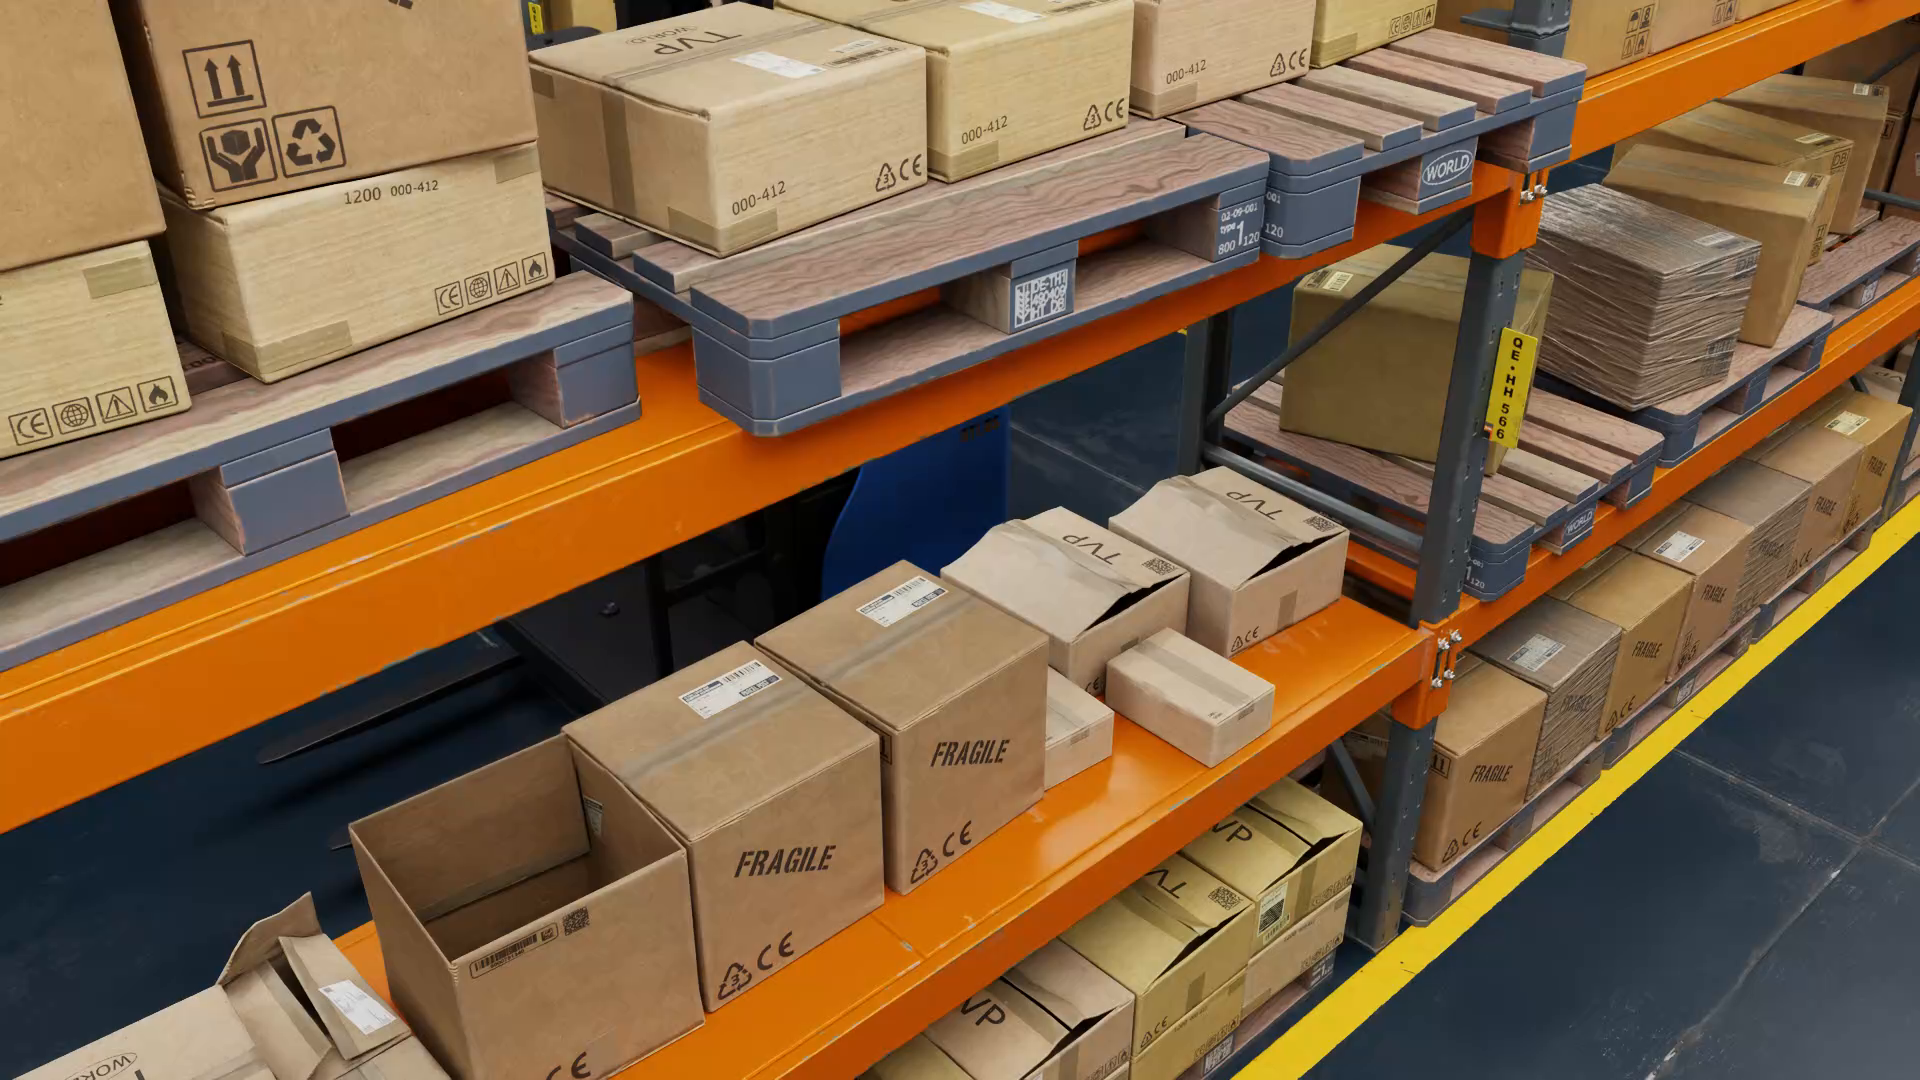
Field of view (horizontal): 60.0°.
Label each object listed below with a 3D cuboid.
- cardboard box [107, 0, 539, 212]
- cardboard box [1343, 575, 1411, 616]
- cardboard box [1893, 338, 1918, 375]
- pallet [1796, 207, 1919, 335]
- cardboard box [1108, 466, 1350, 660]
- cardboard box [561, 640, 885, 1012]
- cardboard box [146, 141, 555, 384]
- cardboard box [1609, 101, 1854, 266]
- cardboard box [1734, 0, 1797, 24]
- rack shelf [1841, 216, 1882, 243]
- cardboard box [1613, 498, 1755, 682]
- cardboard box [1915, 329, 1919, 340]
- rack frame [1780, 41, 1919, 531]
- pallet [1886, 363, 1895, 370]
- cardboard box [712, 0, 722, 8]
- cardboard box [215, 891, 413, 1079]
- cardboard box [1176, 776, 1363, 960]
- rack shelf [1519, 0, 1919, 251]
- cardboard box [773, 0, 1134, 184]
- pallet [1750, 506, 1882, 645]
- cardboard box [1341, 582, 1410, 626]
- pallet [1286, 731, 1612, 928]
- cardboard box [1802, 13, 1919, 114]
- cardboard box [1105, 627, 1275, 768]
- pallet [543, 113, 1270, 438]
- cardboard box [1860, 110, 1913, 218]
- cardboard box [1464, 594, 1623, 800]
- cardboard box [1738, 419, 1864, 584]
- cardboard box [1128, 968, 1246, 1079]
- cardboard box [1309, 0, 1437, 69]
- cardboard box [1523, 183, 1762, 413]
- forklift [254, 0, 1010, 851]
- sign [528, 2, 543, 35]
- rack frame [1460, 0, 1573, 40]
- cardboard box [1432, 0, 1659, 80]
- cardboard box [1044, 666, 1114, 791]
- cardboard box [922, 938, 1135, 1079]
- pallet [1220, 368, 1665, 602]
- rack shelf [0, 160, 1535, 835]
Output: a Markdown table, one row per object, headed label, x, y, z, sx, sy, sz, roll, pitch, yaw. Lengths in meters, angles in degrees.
| label | x | y | z | sx | sy | sz | roll | pitch | yaw |
| --- | --- | --- | --- | --- | --- | --- | --- | --- | --- |
| cardboard box | -0.971 | -0.828 | 2.376 | 0.500 | 0.500 | 0.500 | -22 | 38 | -31 |
| cardboard box | 1.646 | -0.002 | 6.134 | 0.500 | 0.250 | 0.500 | -24 | 39 | -34 |
| cardboard box | 5.097 | -0.892 | 8.628 | 0.250 | 0.166 | 0.380 | -26 | 40 | -35 |
| pallet | 3.354 | -1.213 | 7.042 | 1.213 | 0.211 | 1.003 | -26 | 40 | -35 |
| cardboard box | 0.785 | 0.033 | 4.907 | 0.500 | 0.311 | 0.500 | -23 | 38 | -33 |
| cardboard box | -0.524 | 0.628 | 3.752 | 0.500 | 0.500 | 0.500 | -26 | 40 | -35 |
| cardboard box | -0.993 | -0.505 | 2.566 | 0.500 | 0.250 | 0.500 | 25 | 39 | 34 |
| cardboard box | 3.054 | -1.408 | 6.678 | 0.500 | 0.500 | 0.700 | -19 | 36 | -28 |
| cardboard box | 2.133 | -1.973 | 5.130 | 0.500 | 0.500 | 0.910 | -26 | 40 | -35 |
| rack shelf | 5.481 | -1.939 | 8.735 | 4.000 | 0.370 | 1.077 | -26 | 40 | -35 |
| cardboard box | 2.740 | 0.158 | 6.591 | 0.500 | 0.500 | 0.500 | -27 | 41 | -37 |
| cardboard box | 5.388 | -1.328 | 9.017 | 0.637 | 0.503 | 0.797 | -26 | 40 | -35 |
| rack frame | 4.014 | -1.537 | 7.388 | 0.127 | 3.000 | 1.000 | -26 | 40 | -35 |
| pallet | 5.413 | -1.025 | 9.224 | 1.213 | 0.211 | 1.003 | -26 | 40 | -35 |
| cardboard box | -1.388 | -2.763 | 8.274 | 0.500 | 0.250 | 0.500 | -26 | 40 | -36 |
| cardboard box | -1.332 | 0.976 | 3.407 | 0.258 | 0.266 | 0.396 | -27 | 40 | -37 |
| cardboard box | 0.864 | 0.917 | 5.071 | 0.500 | 0.311 | 0.500 | -25 | 39 | -34 |
| rack shelf | 2.548 | -1.800 | 5.633 | 4.000 | 0.370 | 1.077 | -26 | 40 | -35 |
| cardboard box | -0.013 | -0.939 | 3.276 | 0.500 | 0.250 | 0.500 | -27 | 40 | -36 |
| pallet | 3.443 | -0.044 | 7.620 | 1.213 | 0.211 | 1.003 | -26 | 40 | -35 |
| cardboard box | 1.607 | 0.339 | 6.294 | 0.500 | 0.500 | 0.500 | -24 | 39 | -34 |
| pallet | 1.654 | 0.822 | 6.204 | 1.213 | 0.211 | 1.003 | -26 | 40 | -35 |
| cardboard box | 4.209 | -2.284 | 7.556 | 0.500 | 0.500 | 0.500 | -26 | 40 | -35 |
| cardboard box | 0.609 | 0.414 | 4.438 | 0.250 | 0.149 | 0.380 | -26 | 40 | -35 |
| pallet | -0.174 | -0.644 | 3.234 | 1.213 | 0.211 | 1.003 | -24 | 39 | -33 |
| cardboard box | 4.206 | -1.855 | 7.812 | 0.500 | 0.500 | 0.500 | -25 | 39 | -35 |
| cardboard box | 1.989 | 0.521 | 5.997 | 0.500 | 0.500 | 0.500 | -27 | 41 | -37 |
| cardboard box | 3.479 | -0.201 | 7.178 | 0.500 | 0.500 | 0.500 | -26 | 40 | -35 |
| cardboard box | 0.486 | 1.340 | 4.916 | 0.500 | 0.250 | 0.500 | -26 | 40 | -36 |
| cardboard box | 0.787 | -1.330 | 3.916 | 0.500 | 0.250 | 0.500 | 26 | 40 | 35 |
| cardboard box | 2.267 | -0.857 | 5.778 | 0.500 | 0.500 | 0.700 | -18 | 36 | -27 |
| forklift | -1.215 | -0.670 | 6.036 | 3.031 | 2.935 | 1.130 | -25 | 39 | -35 |
| sign | -1.914 | -2.267 | 7.549 | 0.005 | 0.325 | 0.100 | -26 | 40 | -35 |
| rack frame | 1.081 | -2.677 | 3.502 | 0.127 | 3.000 | 1.000 | -26 | 40 | -35 |
| cardboard box | 1.378 | -1.608 | 4.533 | 0.500 | 0.500 | 0.910 | -26 | 40 | -35 |
| cardboard box | 0.184 | 0.463 | 4.358 | 0.250 | 0.149 | 0.380 | -23 | 38 | -32 |
| cardboard box | 0.116 | 1.282 | 4.474 | 0.500 | 0.311 | 0.500 | -26 | 40 | -36 |
| pallet | 1.530 | -0.303 | 5.554 | 1.003 | 0.211 | 1.213 | -26 | 40 | -35 |
| rack shelf | -0.385 | -0.381 | 3.312 | 4.000 | 0.370 | 1.077 | -26 | 40 | -35 |
